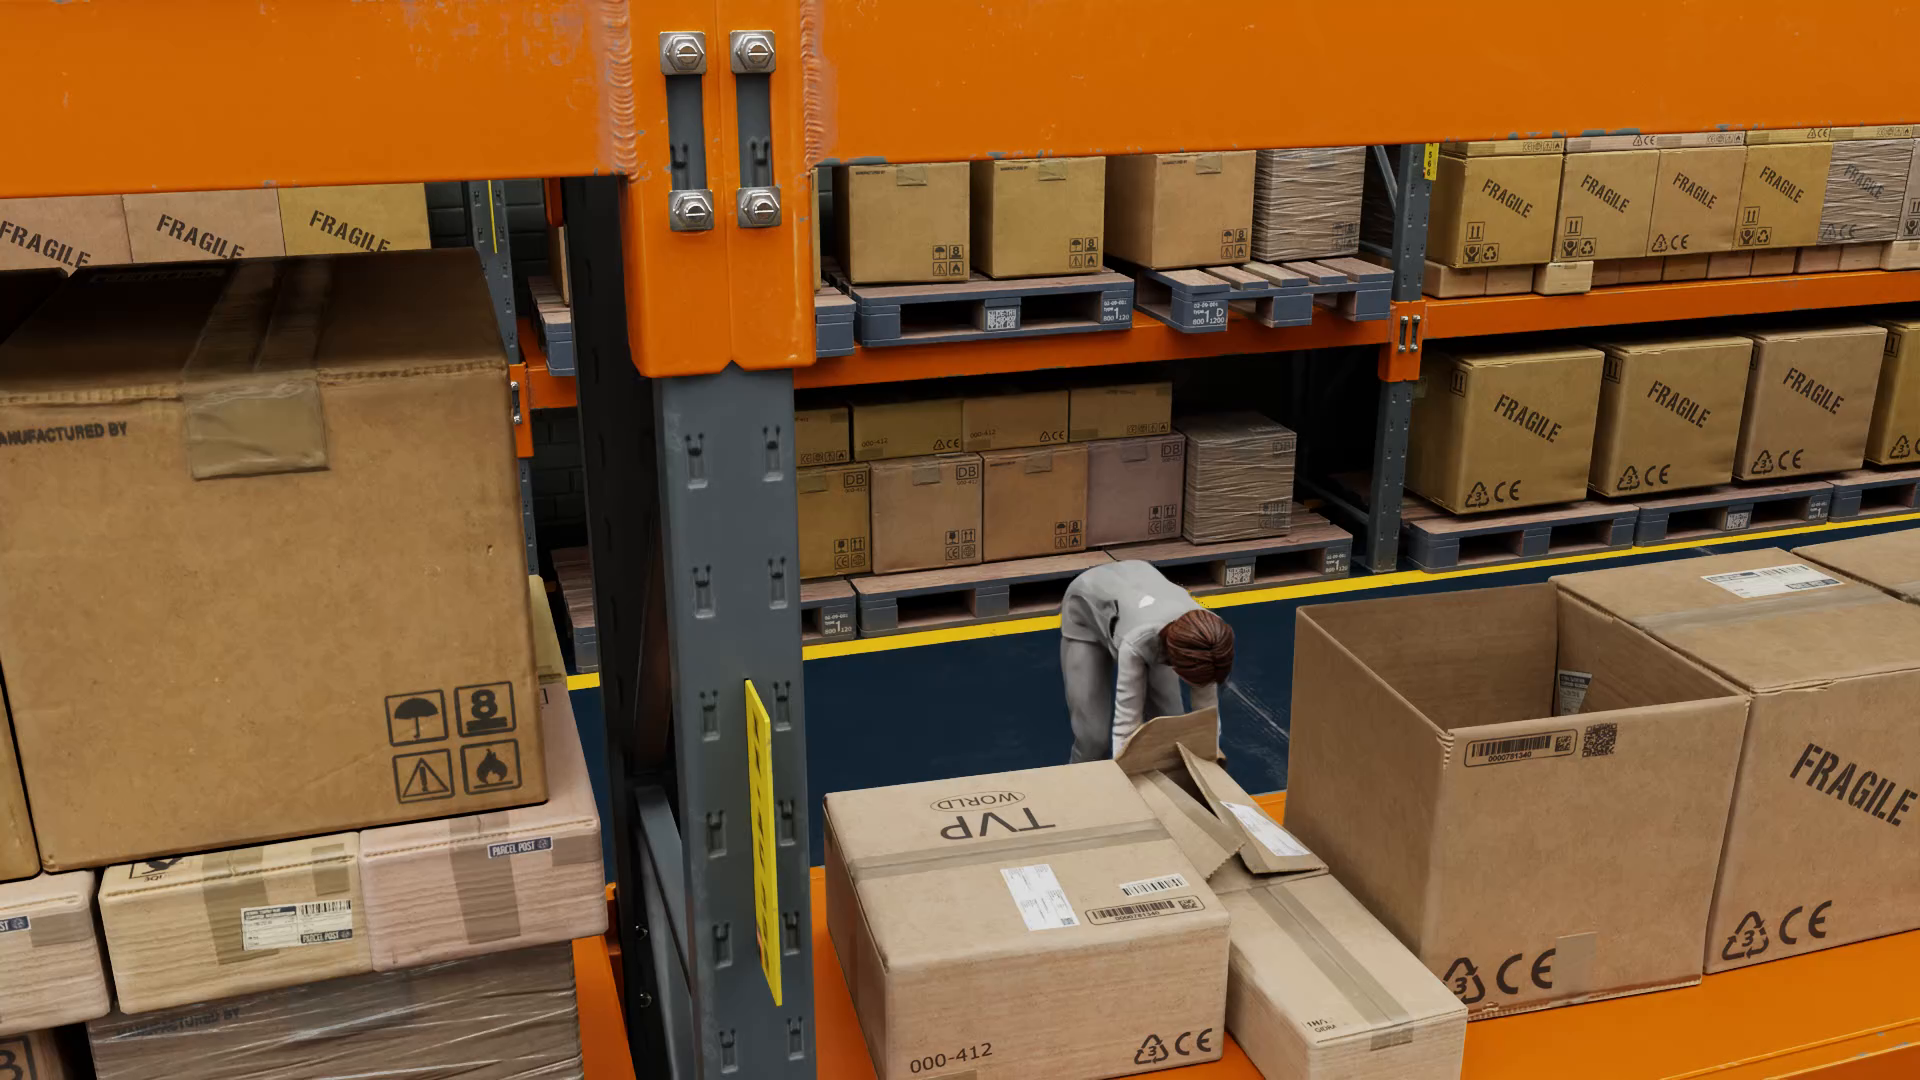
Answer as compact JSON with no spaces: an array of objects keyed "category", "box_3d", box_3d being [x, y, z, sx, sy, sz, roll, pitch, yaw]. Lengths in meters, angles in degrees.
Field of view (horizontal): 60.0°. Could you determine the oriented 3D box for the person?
[{"category":"person","box_3d":[0.586,0.605,5.200,0.390,1.051,0.864,-7,21,-19]}]
